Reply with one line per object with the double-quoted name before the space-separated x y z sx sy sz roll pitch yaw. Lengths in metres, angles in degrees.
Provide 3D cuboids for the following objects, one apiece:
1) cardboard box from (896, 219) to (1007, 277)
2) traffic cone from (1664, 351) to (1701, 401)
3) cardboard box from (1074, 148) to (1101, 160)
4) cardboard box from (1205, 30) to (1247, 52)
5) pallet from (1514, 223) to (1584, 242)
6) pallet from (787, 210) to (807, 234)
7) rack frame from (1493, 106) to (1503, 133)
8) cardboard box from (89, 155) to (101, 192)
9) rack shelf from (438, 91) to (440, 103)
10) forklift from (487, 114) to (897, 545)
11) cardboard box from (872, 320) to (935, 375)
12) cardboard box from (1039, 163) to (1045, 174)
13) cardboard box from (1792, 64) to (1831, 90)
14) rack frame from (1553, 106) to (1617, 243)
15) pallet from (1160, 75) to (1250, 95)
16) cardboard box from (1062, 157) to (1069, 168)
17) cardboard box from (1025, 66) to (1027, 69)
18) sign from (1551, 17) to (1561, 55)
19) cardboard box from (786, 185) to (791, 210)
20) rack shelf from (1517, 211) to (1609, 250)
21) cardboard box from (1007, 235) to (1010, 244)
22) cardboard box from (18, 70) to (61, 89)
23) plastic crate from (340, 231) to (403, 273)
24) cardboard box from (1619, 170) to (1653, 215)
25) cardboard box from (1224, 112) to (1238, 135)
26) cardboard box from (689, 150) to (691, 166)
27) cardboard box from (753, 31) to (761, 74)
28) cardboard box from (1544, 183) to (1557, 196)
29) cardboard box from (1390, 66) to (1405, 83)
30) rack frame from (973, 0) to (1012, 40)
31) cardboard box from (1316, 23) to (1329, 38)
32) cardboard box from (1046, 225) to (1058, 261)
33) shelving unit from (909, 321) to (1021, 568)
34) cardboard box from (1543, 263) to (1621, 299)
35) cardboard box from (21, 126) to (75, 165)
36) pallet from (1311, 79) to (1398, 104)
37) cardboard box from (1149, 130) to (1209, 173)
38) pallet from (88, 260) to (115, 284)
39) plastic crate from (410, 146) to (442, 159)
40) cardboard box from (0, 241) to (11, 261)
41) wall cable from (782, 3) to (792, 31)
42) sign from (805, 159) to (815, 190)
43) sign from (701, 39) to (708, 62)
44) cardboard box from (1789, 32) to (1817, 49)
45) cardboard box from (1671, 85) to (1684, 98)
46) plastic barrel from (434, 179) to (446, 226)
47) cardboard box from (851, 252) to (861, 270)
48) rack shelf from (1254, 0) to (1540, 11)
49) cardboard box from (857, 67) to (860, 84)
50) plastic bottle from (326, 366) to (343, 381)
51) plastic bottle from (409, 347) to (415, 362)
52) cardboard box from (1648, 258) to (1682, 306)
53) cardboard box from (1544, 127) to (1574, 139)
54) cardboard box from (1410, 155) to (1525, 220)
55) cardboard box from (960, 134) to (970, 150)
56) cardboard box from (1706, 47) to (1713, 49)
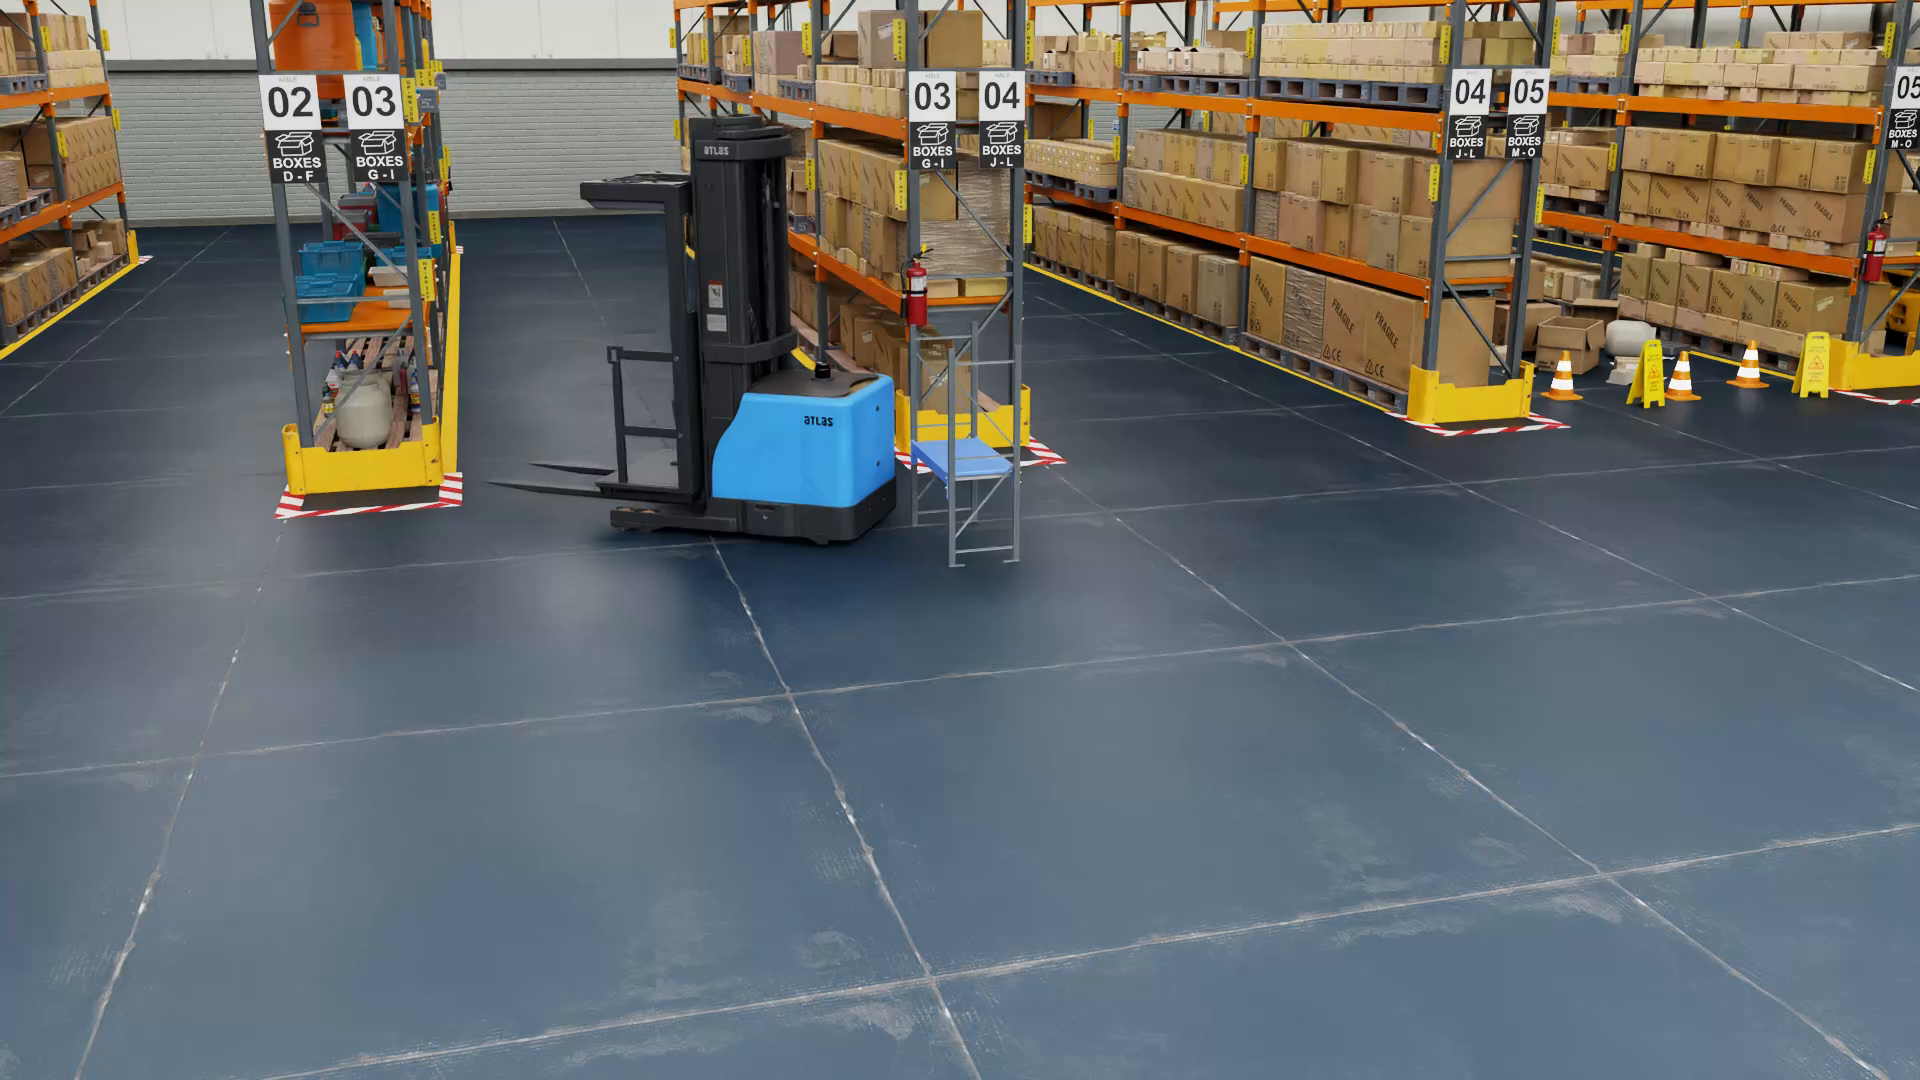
"cardboard box" -0.079 -2.601 14.707 0.875 0.500 0.500 -5 17 -15
"traffic cone" 7.242 -1.660 16.675 0.336 0.463 0.334 -5 17 -15
"cardboard box" 1.852 -5.514 23.768 0.380 0.149 0.250 -4 17 -14
"cardboard box" 3.391 -6.108 20.782 0.500 0.500 0.500 -5 17 -15
"pallet" 10.860 -5.607 30.252 1.003 0.211 1.213 -5 17 -15
"pallet" -1.570 -3.833 19.832 1.003 0.211 1.213 -5 17 -15
"rack frame" 7.375 -5.253 24.225 1.000 3.000 0.127 -5 17 -15
"cardboard box" -13.077 -5.425 24.623 0.500 0.500 0.500 -5 17 -16
"rack shelf" -8.564 -6.829 25.510 1.077 0.370 4.000 -5 17 -15
"forklift" -2.052 -1.594 12.163 3.031 2.935 1.130 5 17 16
"cardboard box" -0.572 -1.930 16.777 0.500 0.500 0.500 -6 18 -20
"cardboard box" 1.425 -5.660 25.288 0.380 0.149 0.250 -5 17 -15
"cardboard box" 9.050 -4.808 17.273 0.500 0.250 0.500 -5 17 -16
"rack frame" 11.048 -6.753 29.218 1.000 3.000 0.127 -5 17 -15
"pallet" 3.182 -5.697 20.817 1.003 0.211 1.213 -4 17 -13
"cardboard box" 1.714 -5.514 24.285 0.380 0.149 0.250 -4 17 -14
"cardboard box" 1.150 -7.419 26.484 0.500 0.250 0.500 -4 17 -14
"sign" 5.378 -4.556 15.034 0.100 0.325 0.005 -5 17 -15
"cardboard box" -1.914 -4.117 19.974 0.500 0.250 0.500 -5 17 -17
"rack shelf" 7.925 -4.355 22.487 1.077 0.370 4.000 -5 17 -15
"cardboard box" 0.983 -5.004 27.621 0.380 0.149 0.250 -5 18 -17
"cardboard box" -12.674 -6.312 22.799 0.500 0.250 0.500 -5 17 -15
"plastic crate" -5.794 -2.787 16.123 0.767 0.338 0.504 -5 17 -15
"cardboard box" 8.328 -4.193 20.006 0.500 0.500 0.500 -5 17 -15
"cardboard box" 5.184 -7.695 30.443 0.500 0.500 0.500 -5 17 -17
"cardboard box" -4.195 -6.316 27.509 0.500 0.250 0.500 -5 18 -17
"cardboard box" -2.271 -6.043 20.599 0.500 0.500 0.500 -5 17 -15
"cardboard box" 7.833 -4.561 21.628 0.380 0.149 0.250 -5 17 -15
"cardboard box" 4.285 -4.392 15.678 0.380 0.149 0.250 -4 17 -14
"rack frame" 0.445 -9.920 29.333 1.000 3.000 0.127 -5 17 -15
"cardboard box" 3.867 -5.195 16.965 0.380 0.149 0.250 -5 17 -15
"cardboard box" 1.639 -4.572 25.575 0.500 0.500 0.500 -4 17 -13
"shelving unit" 0.023 -0.695 11.658 0.538 1.500 1.048 -5 17 -15
"cardboard box" 8.127 -3.433 22.003 0.950 0.372 0.625 -4 17 -12
"cardboard box" -12.637 -5.473 23.046 0.500 0.500 0.500 -4 17 -14
"pallet" 4.289 -4.557 16.850 1.003 0.211 1.213 -5 17 -15
"cardboard box" 2.898 -5.096 21.790 0.700 0.500 0.500 -5 17 -16
"pallet" -13.305 -3.986 24.856 1.003 0.211 1.213 -5 17 -15
"plastic crate" -8.842 -6.258 27.407 0.616 0.435 0.499 -5 17 -15
"cardboard box" -12.605 -3.737 21.454 0.500 0.250 0.500 -5 17 -15
"wall cable" -2.592 -12.933 33.772 2.277 5.999 0.120 -5 17 -15
"sign" -1.586 -3.873 17.618 0.100 0.325 0.005 -5 17 -15
"sign" -3.786 -7.254 24.636 0.100 0.325 0.005 -5 17 -15
"cardboard box" 12.346 -7.029 23.845 0.700 0.500 0.500 -5 17 -16
"cardboard box" 8.517 -5.220 19.340 0.380 0.149 0.250 -5 17 -15
"plastic barrel" -6.497 -4.039 19.946 0.600 0.536 0.708 -5 17 -15
"cardboard box" -0.859 -2.746 16.315 0.380 0.149 0.250 -5 17 -15
"rack shelf" 4.293 -5.511 16.602 1.077 0.370 4.000 -5 17 -15
"cardboard box" -0.763 -4.378 15.667 0.380 0.149 0.250 -4 17 -14
"plastic bottle" -5.773 -1.436 15.359 0.144 0.351 0.185 -4 17 -13
"plastic bottle" -5.309 -1.705 16.254 0.144 0.351 0.185 -6 18 -18
"cardboard box" 8.536 -3.058 19.665 0.500 0.500 0.500 -4 17 -13
"cardboard box" 8.096 -5.525 22.582 0.380 0.149 0.250 -6 18 -18
"cardboard box" 4.777 -3.315 15.637 0.875 0.550 0.550 -5 17 -15
"cardboard box" 0.303 -7.091 29.653 0.500 0.500 0.500 -4 17 -13
"cardboard box" 11.676 -7.567 25.765 0.380 0.149 0.250 -5 18 -17
